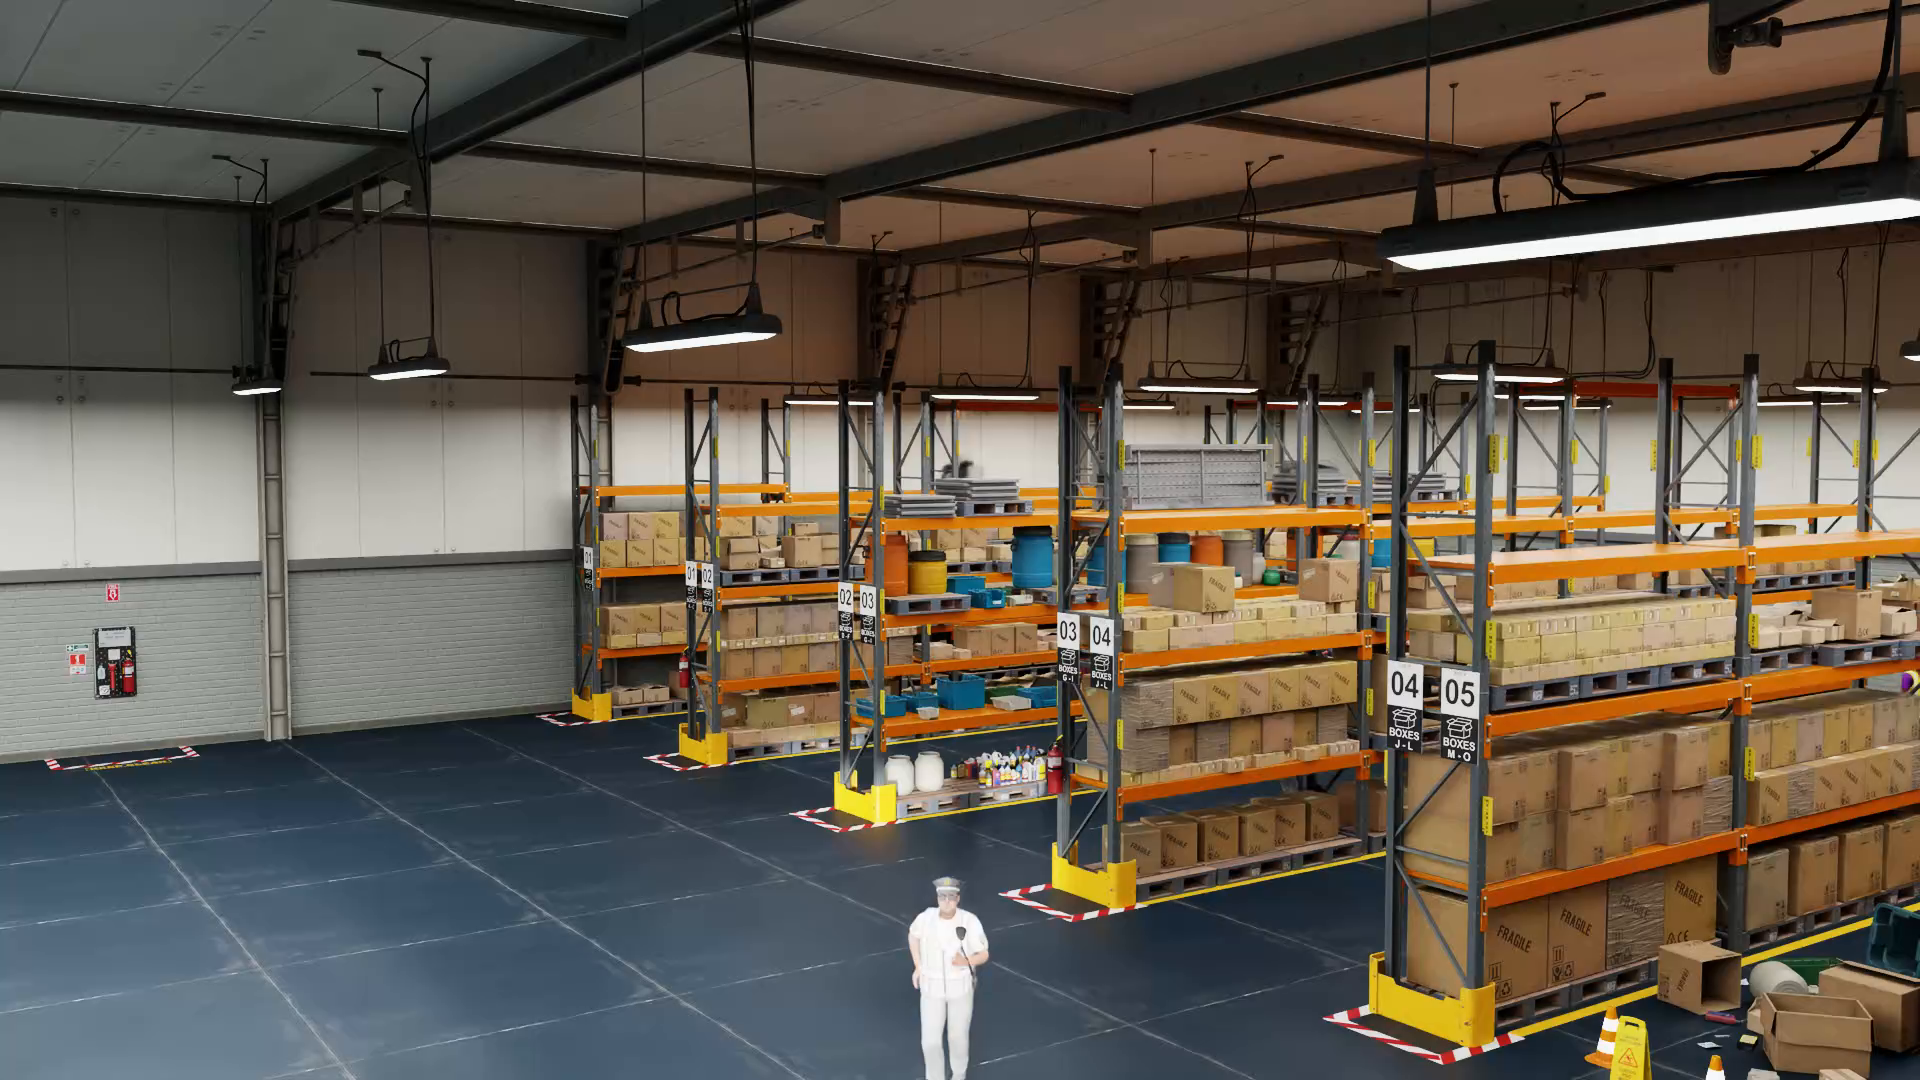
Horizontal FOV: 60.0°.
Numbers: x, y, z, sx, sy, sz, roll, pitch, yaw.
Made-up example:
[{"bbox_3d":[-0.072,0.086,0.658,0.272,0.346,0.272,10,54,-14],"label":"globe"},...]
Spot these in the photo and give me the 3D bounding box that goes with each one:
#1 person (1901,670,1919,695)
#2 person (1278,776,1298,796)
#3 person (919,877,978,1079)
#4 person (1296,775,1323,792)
[{"bbox_3d":[15.691,2.674,27.024,0.590,1.696,0.435,1,4,19],"label":"person"},{"bbox_3d":[2.529,1.761,30.076,4.978,3.171,13.183,-3,4,-37],"label":"person"},{"bbox_3d":[-0.084,3.506,12.887,0.452,1.848,0.739,0,3,3],"label":"person"},{"bbox_3d":[5.789,3.279,17.590,6.896,1.669,9.788,-3,5,-44],"label":"person"}]
